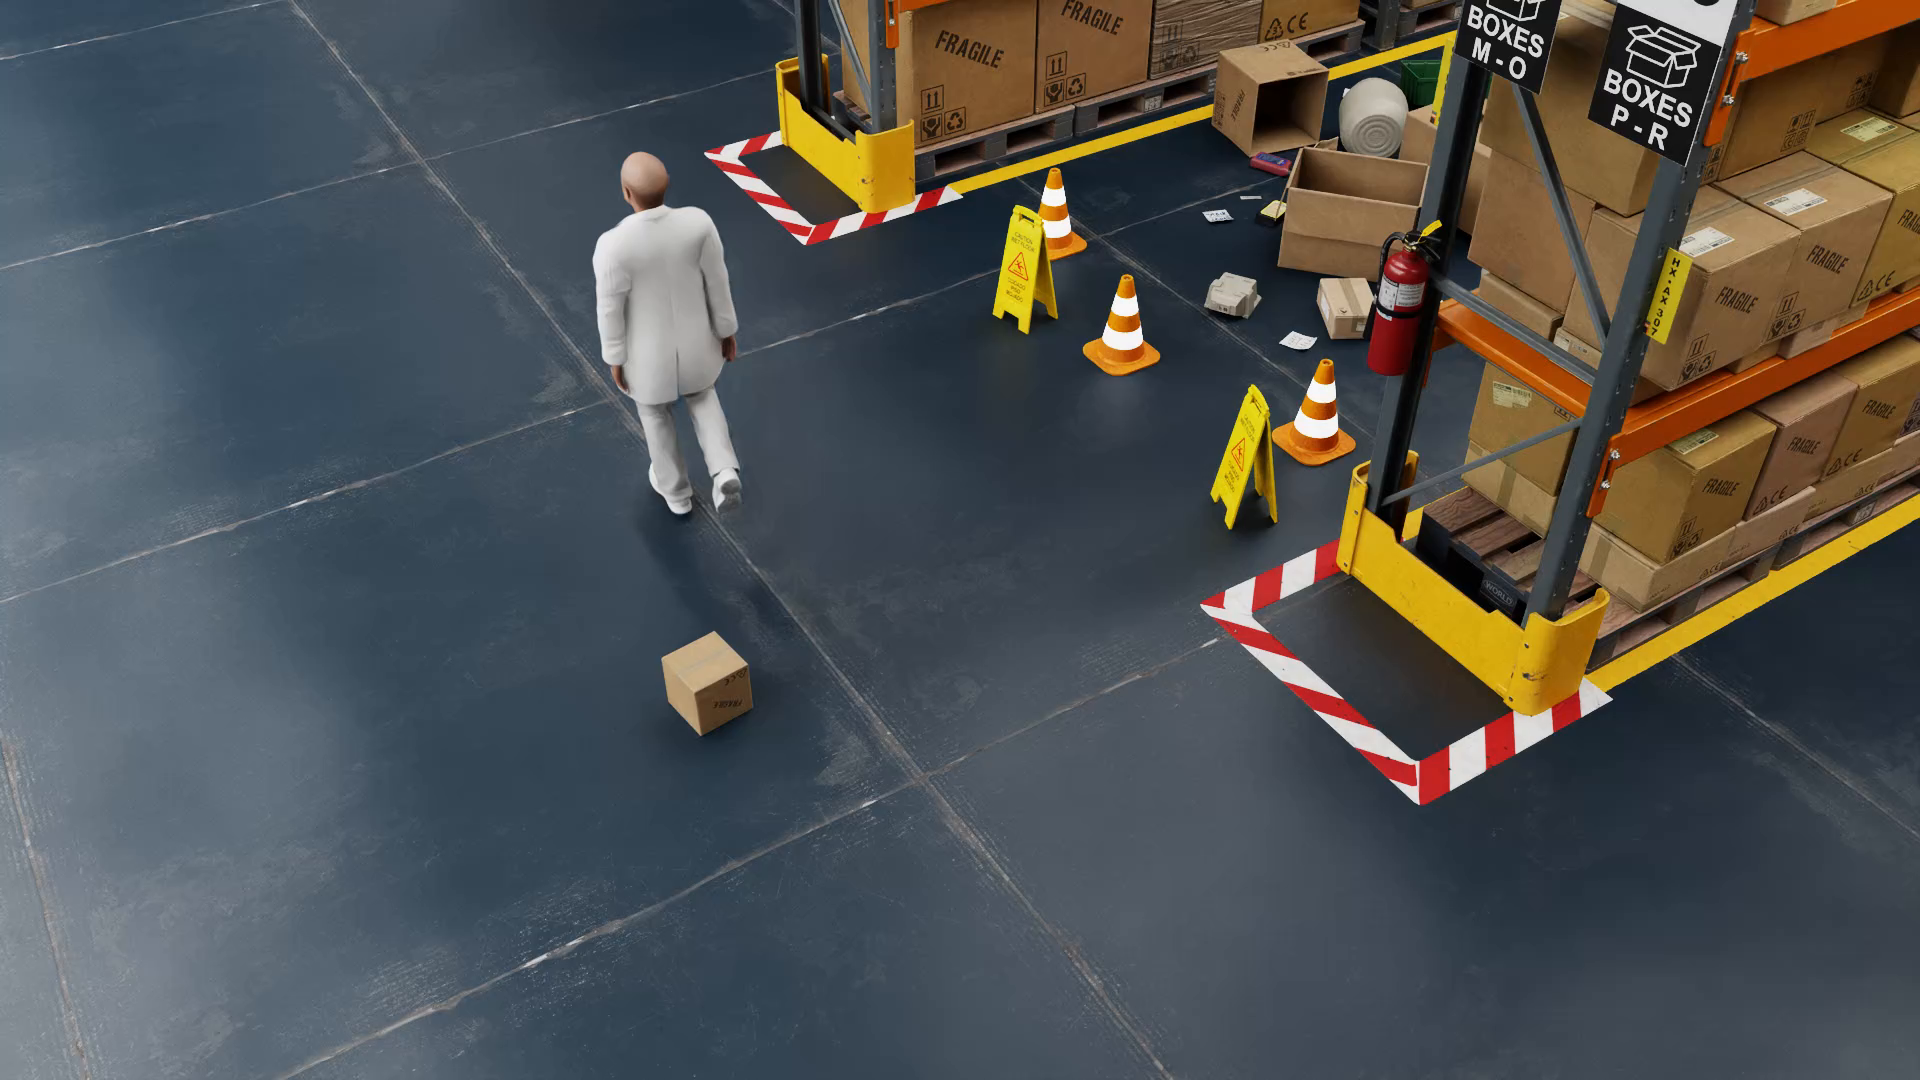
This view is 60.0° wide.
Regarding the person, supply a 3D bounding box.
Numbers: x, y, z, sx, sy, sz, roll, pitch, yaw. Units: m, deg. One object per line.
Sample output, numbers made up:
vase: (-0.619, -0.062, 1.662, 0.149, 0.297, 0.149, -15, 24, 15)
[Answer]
person: (-1.229, -0.833, 7.111, 0.599, 1.766, 0.660, -20, 44, -22)
